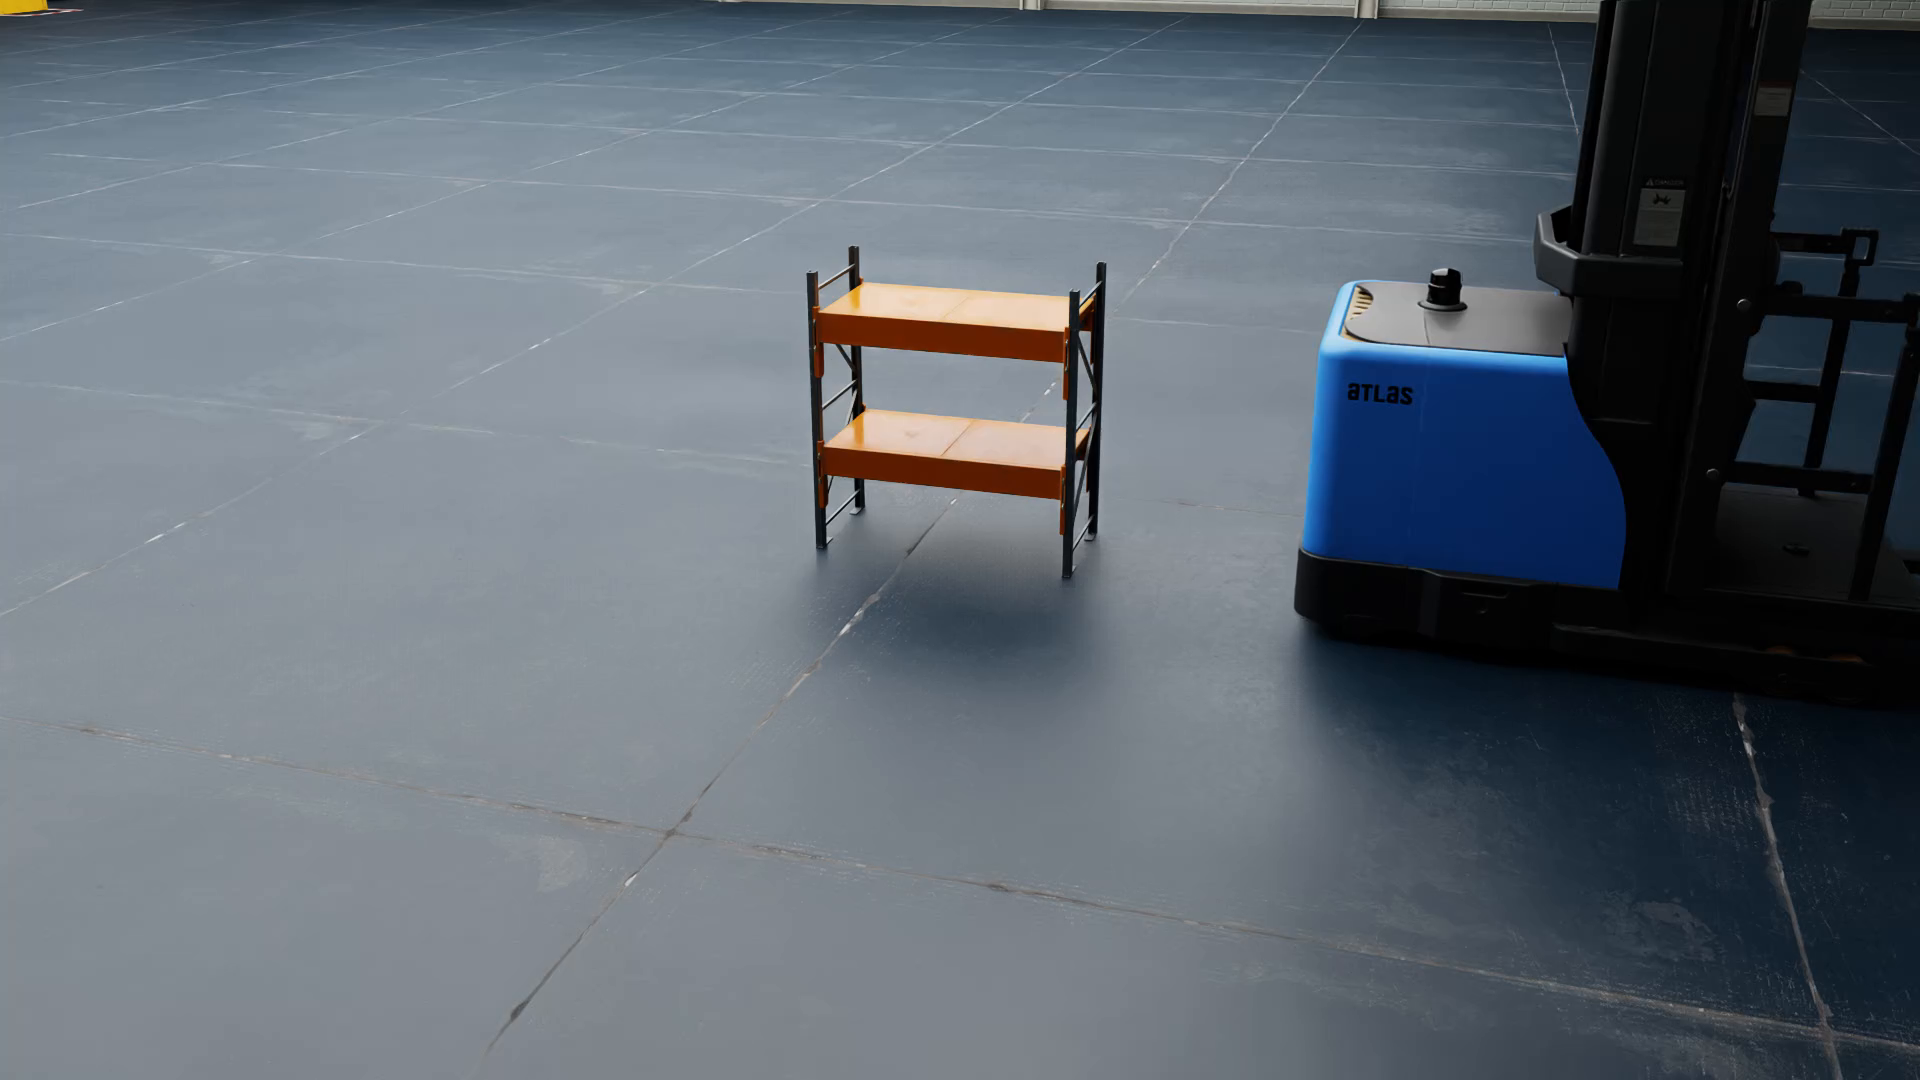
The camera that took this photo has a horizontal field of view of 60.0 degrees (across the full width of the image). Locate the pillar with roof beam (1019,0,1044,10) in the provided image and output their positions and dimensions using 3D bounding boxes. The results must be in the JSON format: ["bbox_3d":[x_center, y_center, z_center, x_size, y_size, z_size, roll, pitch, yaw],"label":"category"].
[{"bbox_3d":[0.079,-12.348,25.015,0.400,9.000,9.100,7,23,16],"label":"pillar with roof beam"}]

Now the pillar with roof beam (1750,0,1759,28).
[{"bbox_3d":[11.567,-11.032,21.808,0.400,9.000,9.100,7,23,16],"label":"pillar with roof beam"}]

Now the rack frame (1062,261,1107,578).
[{"bbox_3d":[0.480,-0.465,6.422,0.032,1.125,0.500,7,23,16],"label":"rack frame"}]

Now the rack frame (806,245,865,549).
[{"bbox_3d":[-0.493,-0.577,6.694,0.032,1.125,0.500,7,23,16],"label":"rack frame"}]

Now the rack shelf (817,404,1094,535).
[{"bbox_3d":[-0.006,-0.295,6.651,1.000,0.278,0.538,7,23,16],"label":"rack shelf"}]

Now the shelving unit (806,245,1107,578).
[{"bbox_3d":[-0.006,-0.521,6.558,1.048,1.125,0.538,7,23,16],"label":"shelving unit"}]

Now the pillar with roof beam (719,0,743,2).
[{"bbox_3d":[-5.665,-13.006,26.619,0.400,9.000,9.100,7,23,16],"label":"pillar with roof beam"}]

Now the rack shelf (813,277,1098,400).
[{"bbox_3d":[-0.006,-0.792,6.447,1.000,0.278,0.538,7,23,16],"label":"rack shelf"}]

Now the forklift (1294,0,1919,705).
[{"bbox_3d":[2.776,-1.041,5.446,3.031,2.935,1.130,6,23,15],"label":"forklift"}]

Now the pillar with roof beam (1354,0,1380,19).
[{"bbox_3d":[5.823,-11.690,23.412,0.400,9.000,9.100,7,23,16],"label":"pillar with roof beam"}]

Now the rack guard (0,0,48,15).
[{"bbox_3d":[-17.007,-9.754,29.890,0.348,0.500,1.175,7,23,16],"label":"rack guard"}]
